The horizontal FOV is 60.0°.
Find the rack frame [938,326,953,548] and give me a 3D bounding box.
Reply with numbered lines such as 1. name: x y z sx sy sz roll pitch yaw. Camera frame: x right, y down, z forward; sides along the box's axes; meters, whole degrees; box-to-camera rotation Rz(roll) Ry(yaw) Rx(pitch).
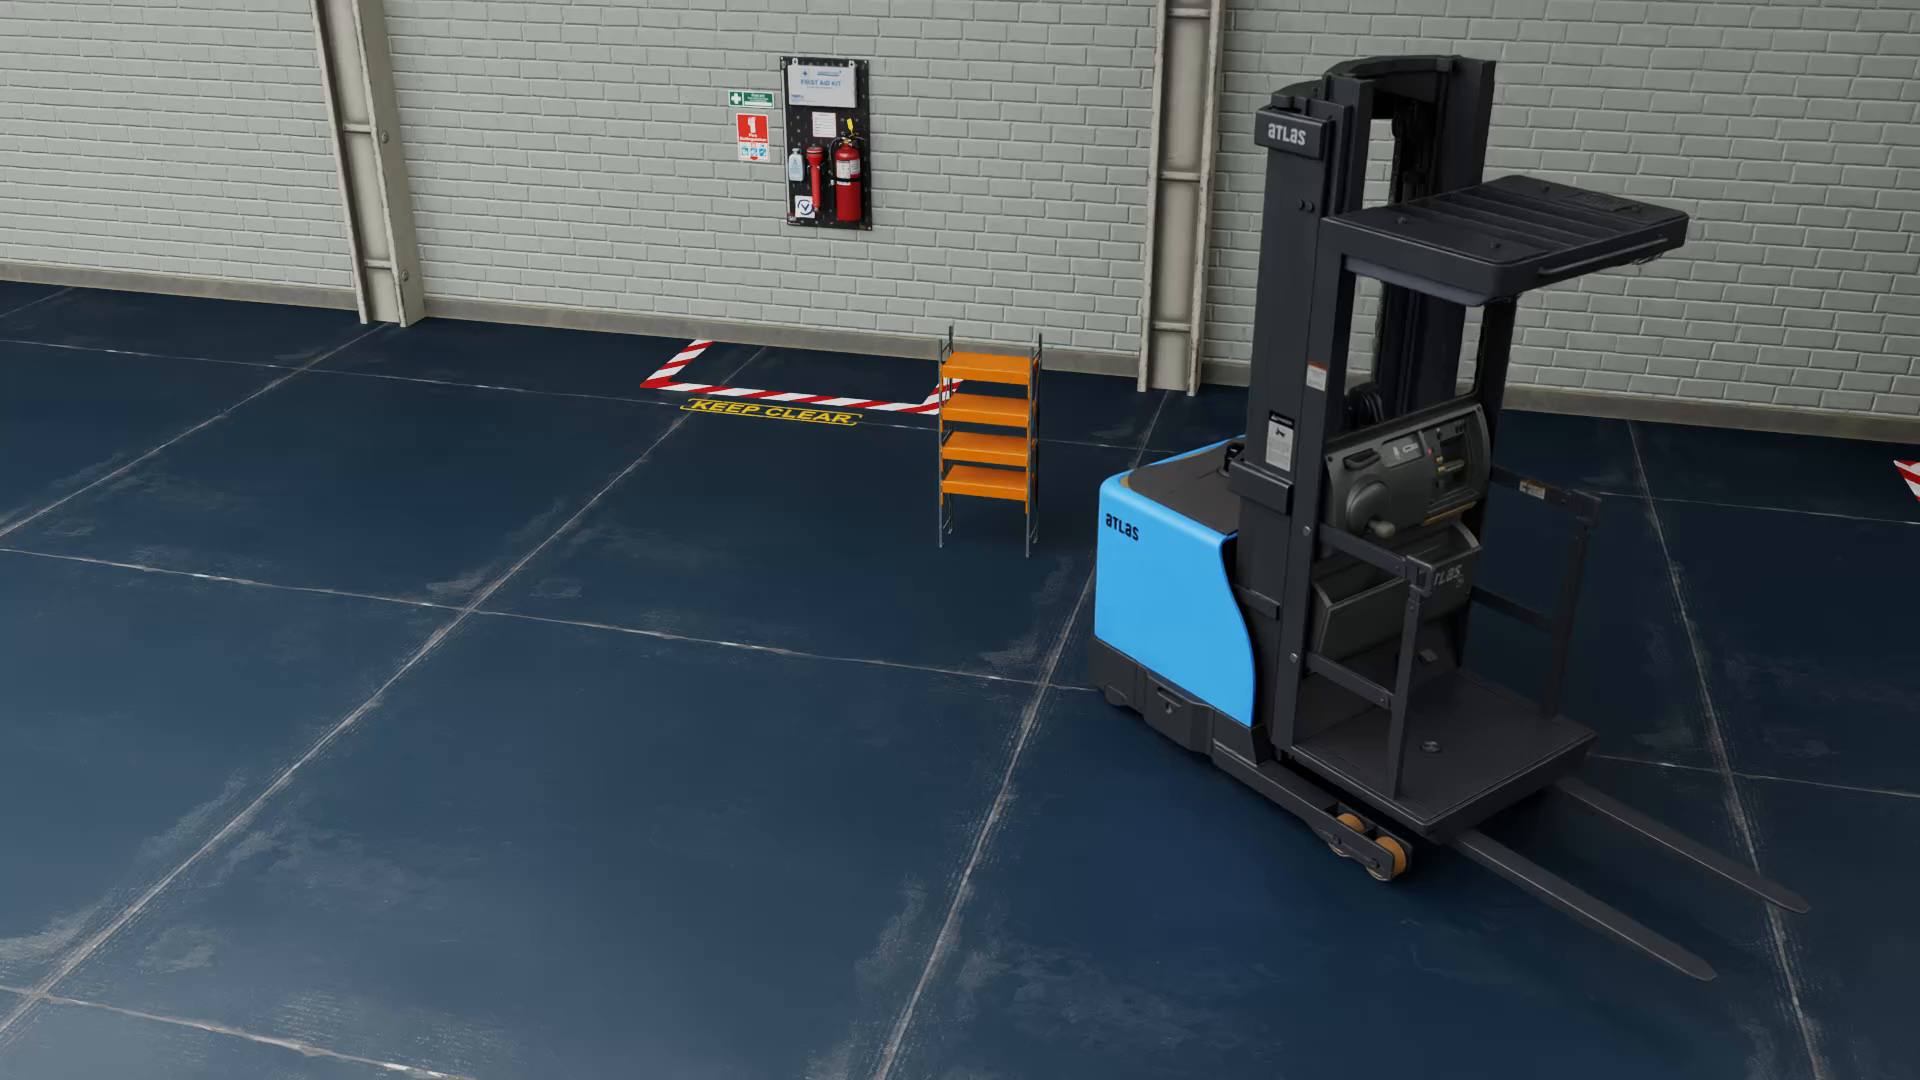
1. rack frame: -0.076 -0.550 9.010 0.015 1.200 0.240 6 26 13

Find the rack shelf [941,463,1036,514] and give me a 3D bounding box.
1. rack shelf: 0.160 -0.284 9.069 0.480 0.148 0.258 6 26 13

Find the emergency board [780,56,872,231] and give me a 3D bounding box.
1. emergency board: -0.938 -2.697 11.426 0.643 1.169 0.194 6 26 13

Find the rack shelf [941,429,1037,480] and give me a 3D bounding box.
1. rack shelf: 0.160 -0.463 8.984 0.480 0.148 0.258 6 26 13

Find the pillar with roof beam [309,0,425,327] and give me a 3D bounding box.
1. pillar with roof beam: -5.438 -3.976 7.132 0.400 9.000 9.100 6 26 13

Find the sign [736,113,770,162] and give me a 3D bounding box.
1. sign: -1.448 -2.815 11.633 0.234 0.329 0.001 6 26 13

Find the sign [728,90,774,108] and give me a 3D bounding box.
1. sign: -1.446 -3.051 11.510 0.331 0.109 0.001 6 26 13

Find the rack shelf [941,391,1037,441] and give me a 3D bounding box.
1. rack shelf: 0.160 -0.665 8.888 0.480 0.148 0.258 6 26 13

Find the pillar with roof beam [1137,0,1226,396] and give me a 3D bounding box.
1. pillar with roof beam: 0.373 -3.333 5.783 0.400 9.000 9.100 6 26 13

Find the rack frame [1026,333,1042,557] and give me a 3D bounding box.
1. rack frame: 0.397 -0.498 8.900 0.015 1.200 0.240 6 26 13

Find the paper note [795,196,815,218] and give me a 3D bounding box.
1. paper note: -1.093 -2.347 11.715 0.142 0.148 0.016 6 26 13

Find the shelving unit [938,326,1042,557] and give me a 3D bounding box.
1. shelving unit: 0.160 -0.524 8.955 0.503 1.200 0.258 6 26 13

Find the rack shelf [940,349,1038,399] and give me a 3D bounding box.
1. rack shelf: 0.160 -0.879 8.786 0.480 0.148 0.258 6 26 13

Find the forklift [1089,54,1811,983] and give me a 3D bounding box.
1. forklift: 1.883 -0.239 6.343 1.130 2.935 3.031 -18 31 -33
